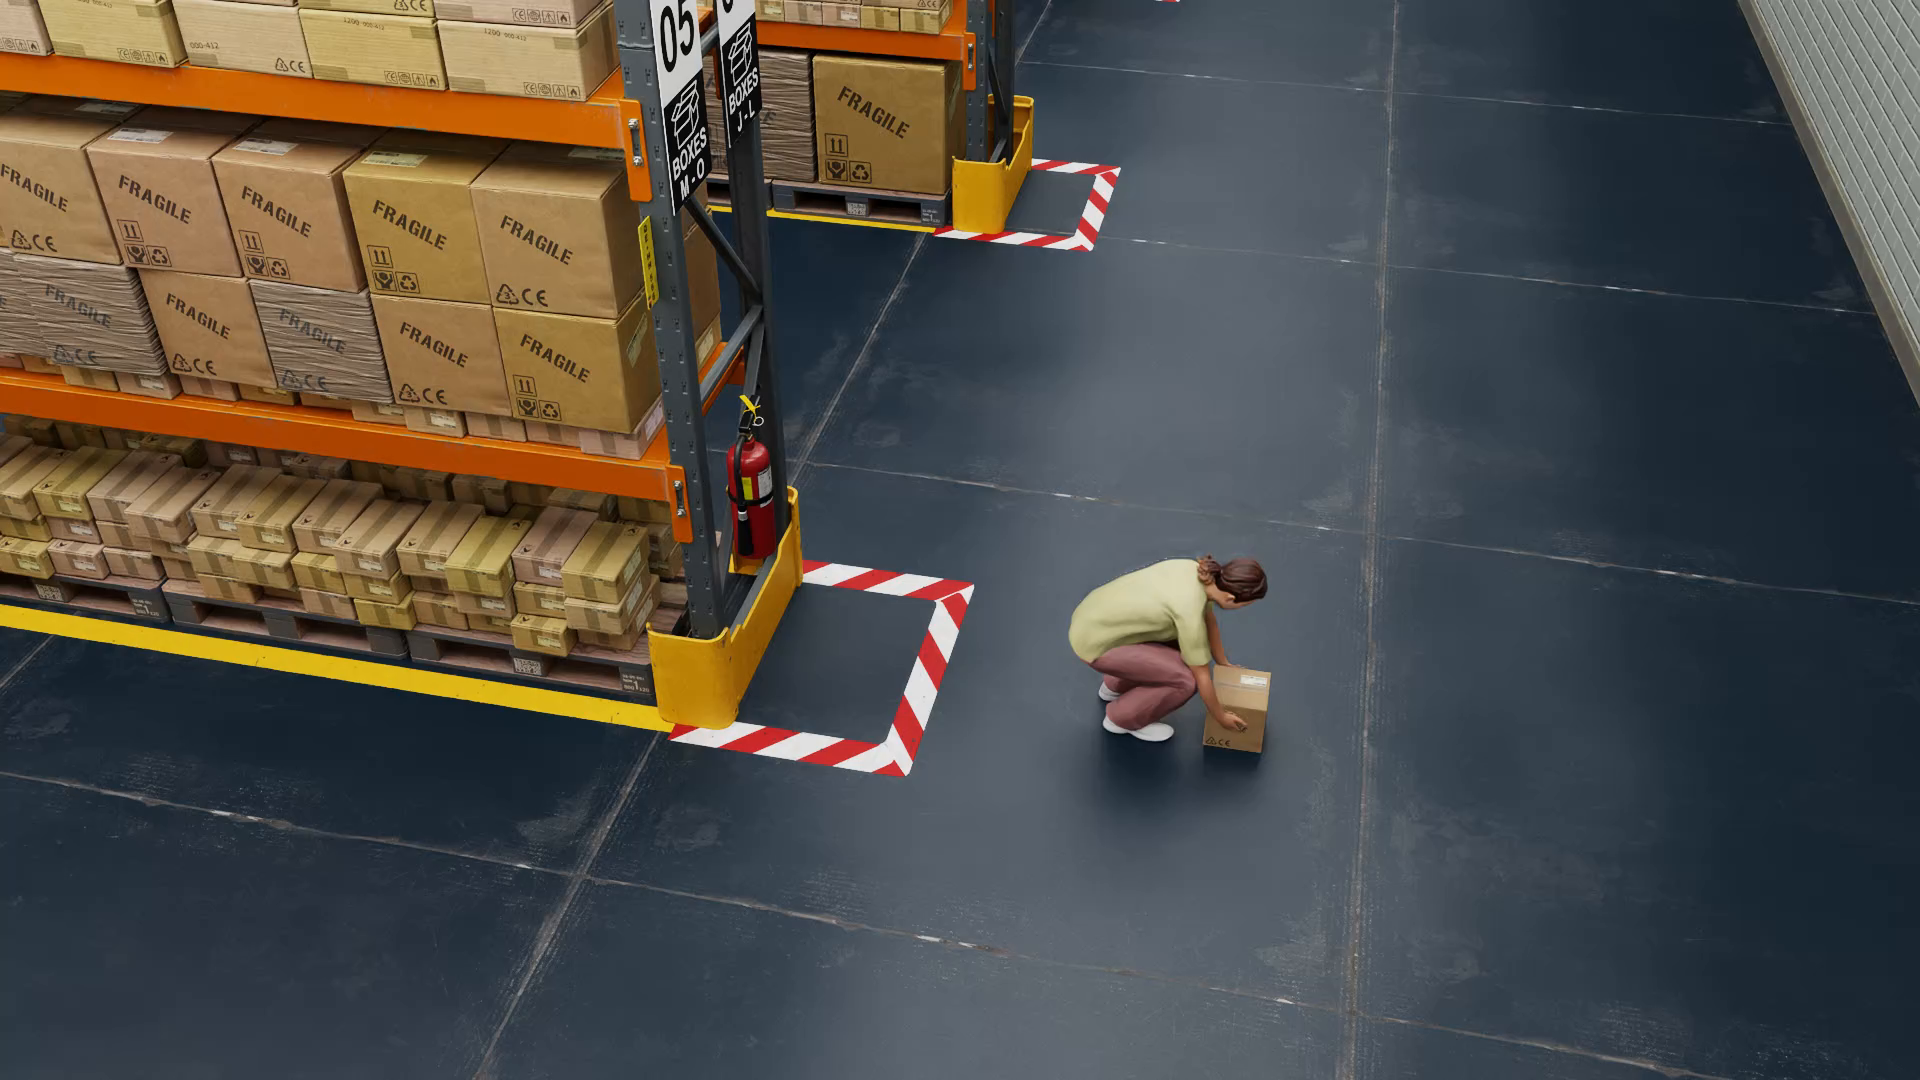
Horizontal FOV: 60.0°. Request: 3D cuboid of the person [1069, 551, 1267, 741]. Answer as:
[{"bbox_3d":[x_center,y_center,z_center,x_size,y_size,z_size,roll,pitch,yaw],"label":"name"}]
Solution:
[{"bbox_3d":[0.868,0.421,7.074,0.801,0.873,0.480,7,37,10],"label":"person"}]
